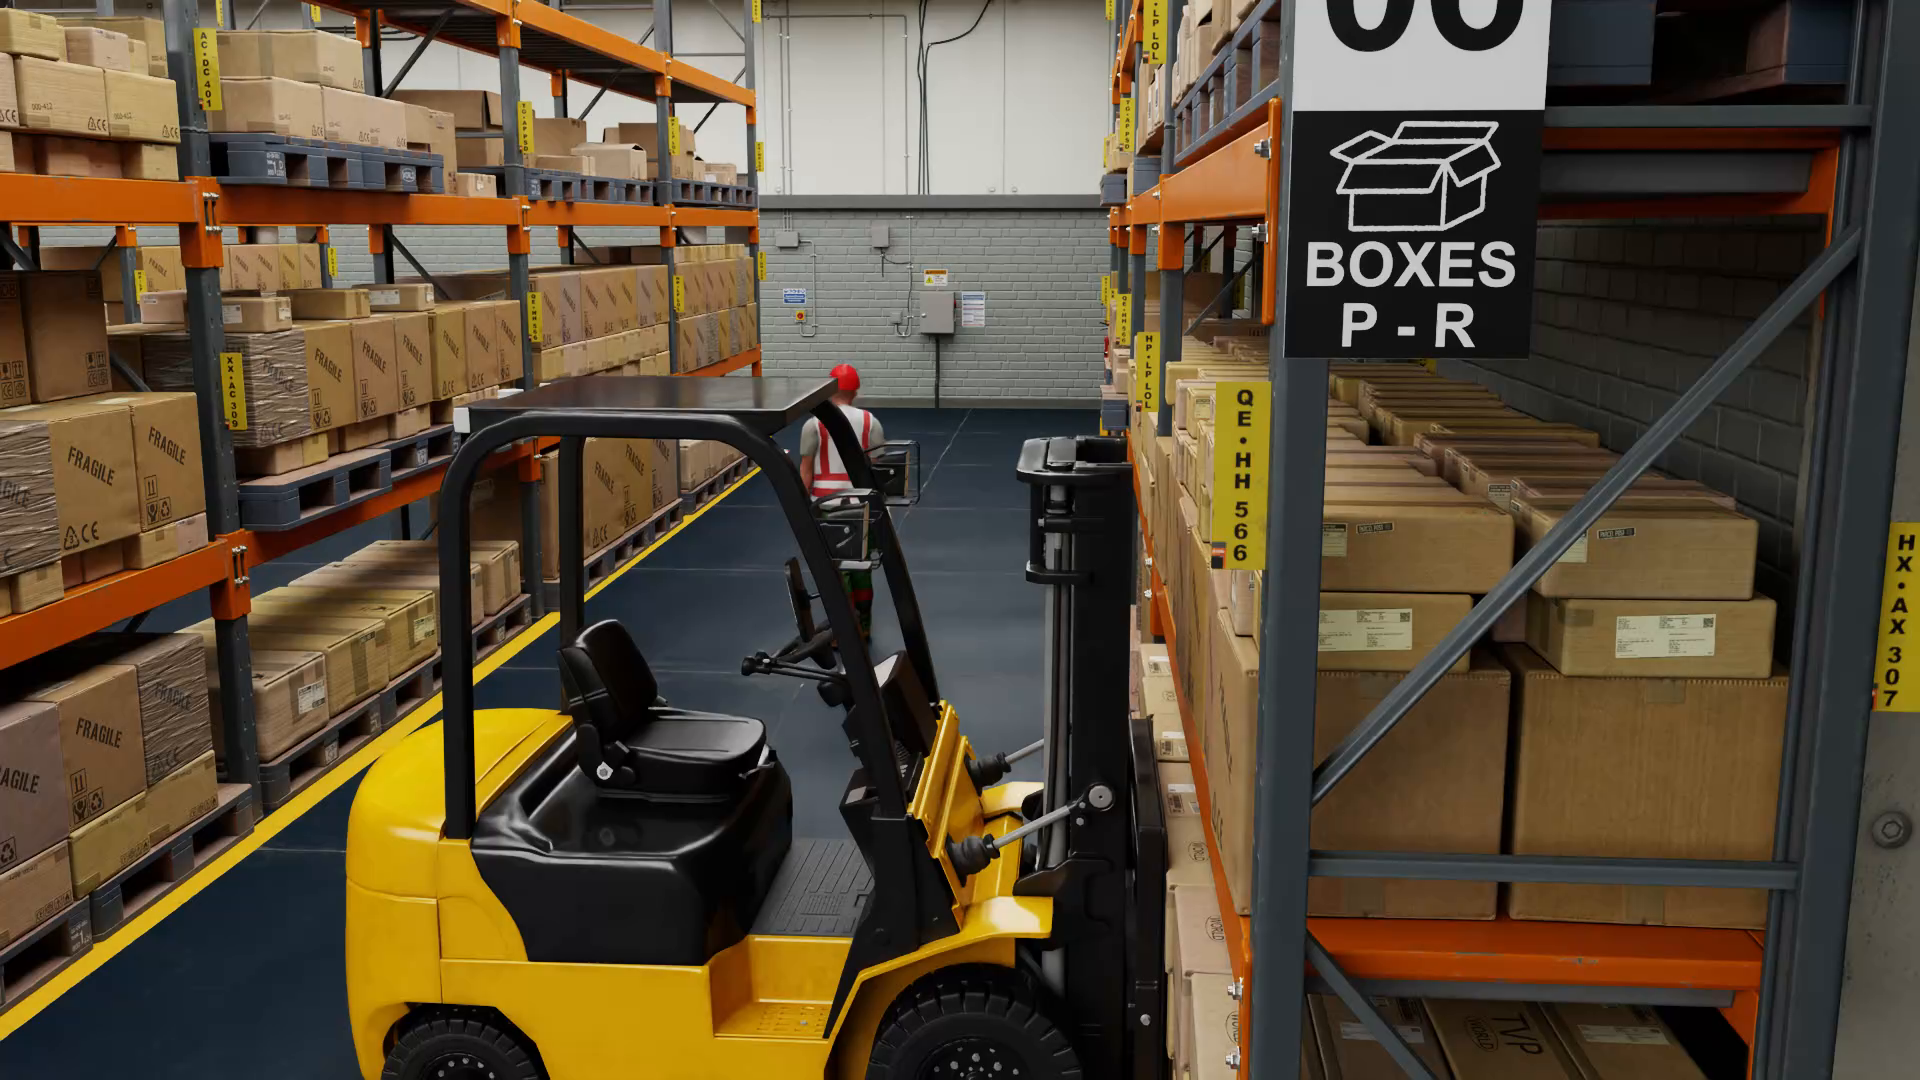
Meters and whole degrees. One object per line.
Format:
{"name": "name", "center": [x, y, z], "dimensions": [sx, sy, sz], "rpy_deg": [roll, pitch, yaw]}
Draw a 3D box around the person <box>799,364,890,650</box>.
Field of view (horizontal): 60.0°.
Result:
{"name": "person", "center": [-0.780, -0.230, 10.519], "dimensions": [0.590, 1.779, 0.608], "rpy_deg": [-4, 11, -20]}
